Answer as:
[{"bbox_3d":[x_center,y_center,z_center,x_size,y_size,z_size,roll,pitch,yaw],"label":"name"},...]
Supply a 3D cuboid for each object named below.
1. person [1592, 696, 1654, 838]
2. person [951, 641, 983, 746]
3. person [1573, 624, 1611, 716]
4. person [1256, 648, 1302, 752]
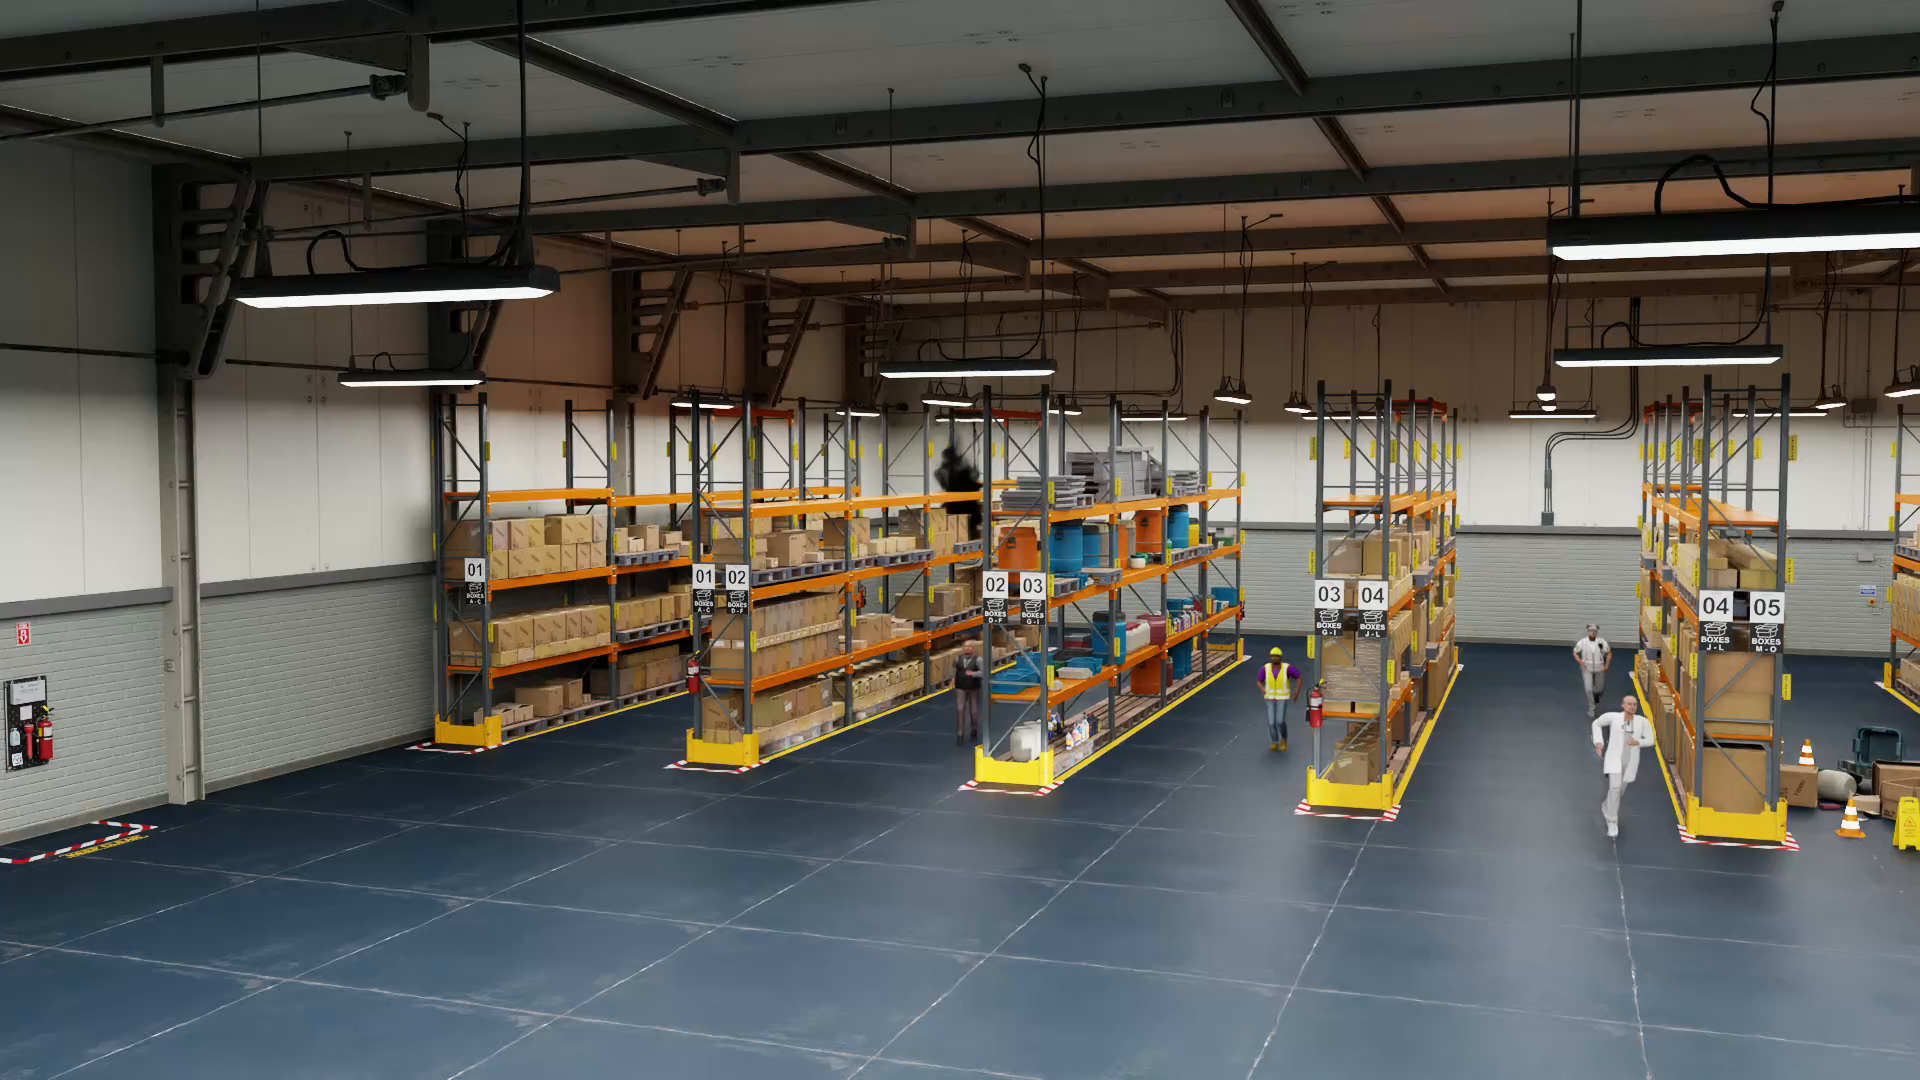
[{"bbox_3d":[8.777,2.953,21.992,0.716,1.810,0.954,0,3,3],"label":"person"},{"bbox_3d":[0.136,2.613,28.587,0.635,1.777,0.800,0,3,6],"label":"person"},{"bbox_3d":[12.054,2.460,31.711,0.690,1.752,0.661,1,3,13],"label":"person"},{"bbox_3d":[5.273,2.660,27.631,0.729,1.747,0.643,1,3,22],"label":"person"}]
